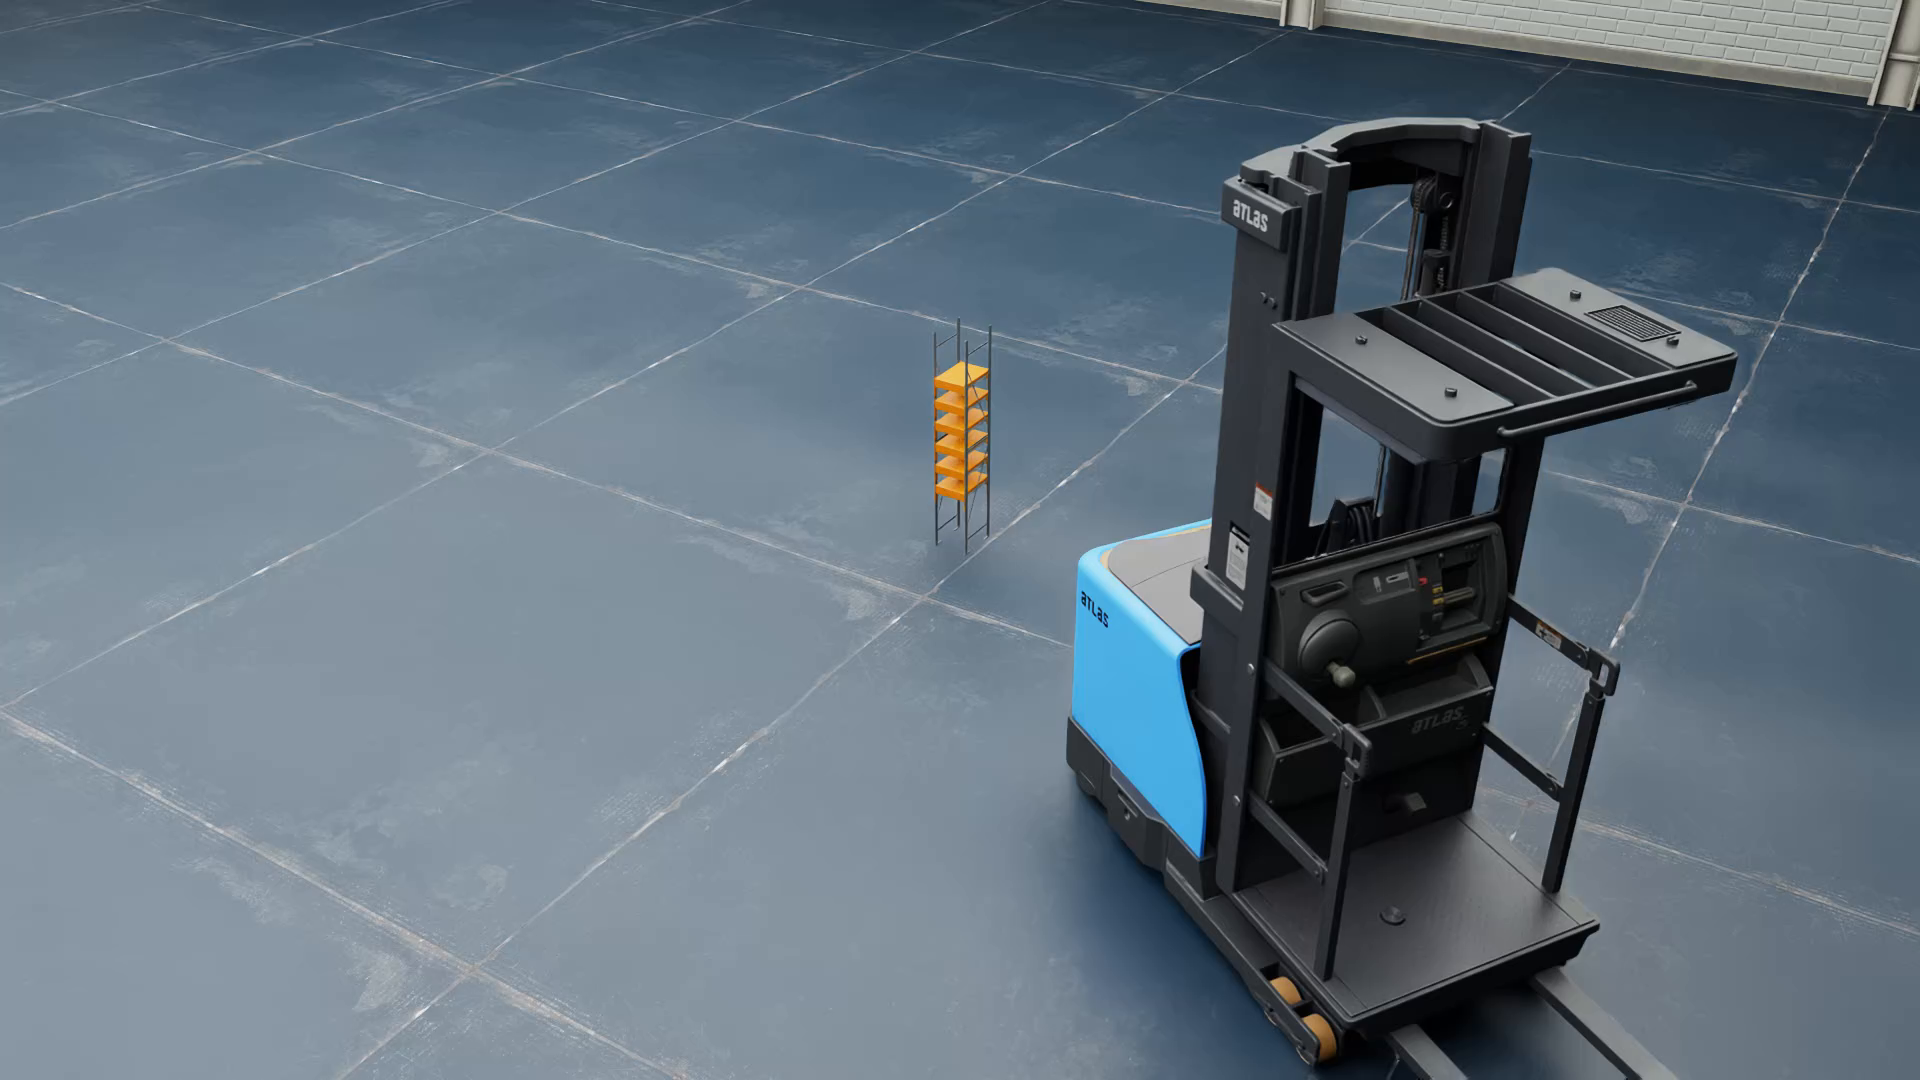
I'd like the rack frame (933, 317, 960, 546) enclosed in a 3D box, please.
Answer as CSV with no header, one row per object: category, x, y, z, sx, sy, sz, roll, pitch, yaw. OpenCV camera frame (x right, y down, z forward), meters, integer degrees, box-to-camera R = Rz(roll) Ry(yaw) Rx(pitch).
rack frame,-0.065,-0.539,8.483,0.006,1.200,0.240,18,35,27

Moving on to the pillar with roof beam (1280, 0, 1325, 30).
pillar with roof beam,1.538,-7.826,13.234,0.400,9.000,9.100,18,35,27

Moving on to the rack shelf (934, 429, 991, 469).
rack shelf,0.012,-0.476,8.463,0.180,0.103,0.258,18,35,27

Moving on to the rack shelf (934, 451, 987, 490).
rack shelf,0.012,-0.372,8.524,0.180,0.103,0.258,18,35,27

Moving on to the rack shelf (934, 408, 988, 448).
rack shelf,0.012,-0.580,8.403,0.180,0.103,0.258,18,35,27

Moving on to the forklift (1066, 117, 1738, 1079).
forklift,1.539,0.270,5.379,1.130,2.935,3.031,-14,33,-22

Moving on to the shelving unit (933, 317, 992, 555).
shelving unit,0.012,-0.514,8.441,0.189,1.200,0.258,18,35,27

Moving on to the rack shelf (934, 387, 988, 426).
rack shelf,0.012,-0.683,8.342,0.180,0.103,0.258,18,35,27

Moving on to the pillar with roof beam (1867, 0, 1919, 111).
pillar with roof beam,6.620,-6.218,10.479,0.400,9.000,9.100,18,35,27

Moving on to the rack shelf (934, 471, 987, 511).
rack shelf,0.012,-0.269,8.584,0.180,0.103,0.258,18,35,27

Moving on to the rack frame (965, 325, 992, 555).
rack frame,0.090,-0.490,8.399,0.006,1.200,0.240,18,35,27

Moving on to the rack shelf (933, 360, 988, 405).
rack shelf,0.012,-0.787,8.282,0.180,0.103,0.258,18,35,27
